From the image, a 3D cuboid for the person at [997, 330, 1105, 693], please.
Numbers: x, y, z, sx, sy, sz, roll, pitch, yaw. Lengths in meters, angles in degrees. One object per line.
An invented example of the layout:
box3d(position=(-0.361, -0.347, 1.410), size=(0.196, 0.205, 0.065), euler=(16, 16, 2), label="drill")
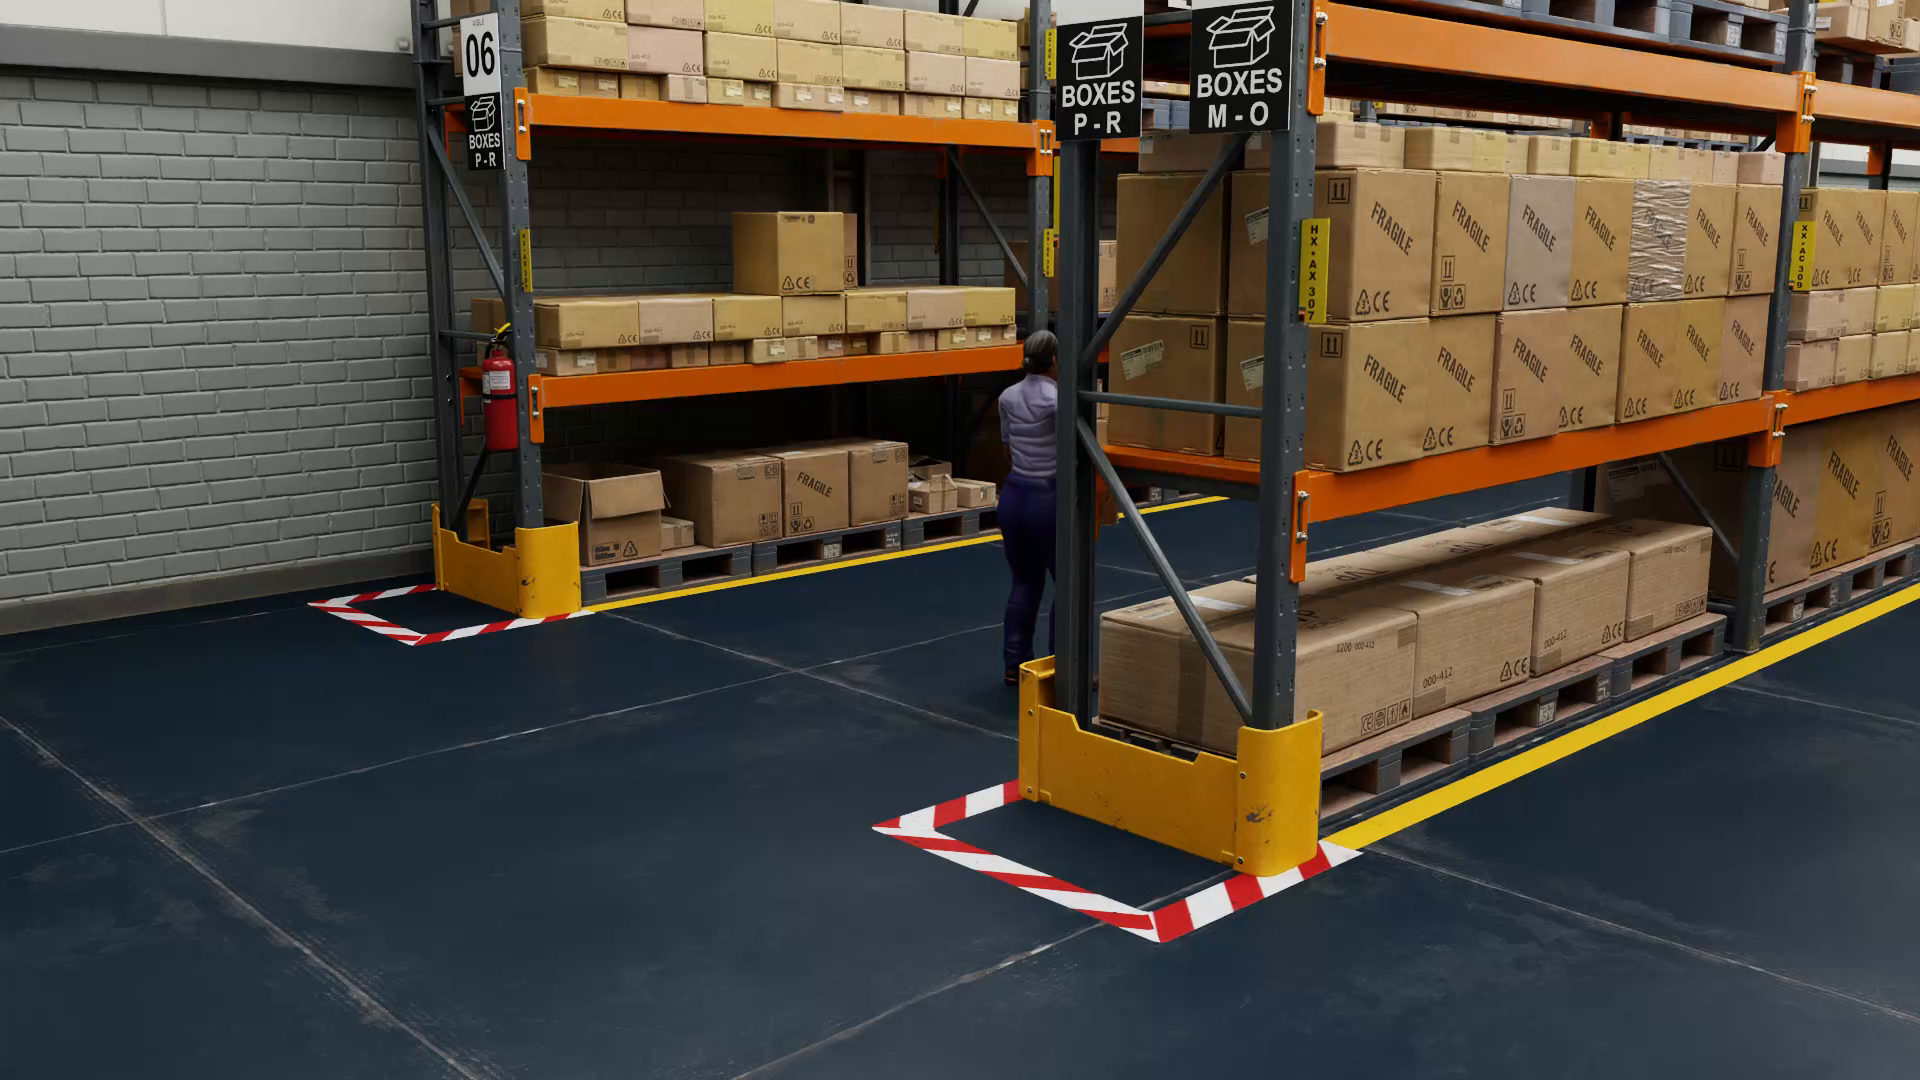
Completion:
box3d(position=(0.422, -0.136, 7.659), size=(0.463, 1.655, 0.494), euler=(-10, 15, -43), label="person")
